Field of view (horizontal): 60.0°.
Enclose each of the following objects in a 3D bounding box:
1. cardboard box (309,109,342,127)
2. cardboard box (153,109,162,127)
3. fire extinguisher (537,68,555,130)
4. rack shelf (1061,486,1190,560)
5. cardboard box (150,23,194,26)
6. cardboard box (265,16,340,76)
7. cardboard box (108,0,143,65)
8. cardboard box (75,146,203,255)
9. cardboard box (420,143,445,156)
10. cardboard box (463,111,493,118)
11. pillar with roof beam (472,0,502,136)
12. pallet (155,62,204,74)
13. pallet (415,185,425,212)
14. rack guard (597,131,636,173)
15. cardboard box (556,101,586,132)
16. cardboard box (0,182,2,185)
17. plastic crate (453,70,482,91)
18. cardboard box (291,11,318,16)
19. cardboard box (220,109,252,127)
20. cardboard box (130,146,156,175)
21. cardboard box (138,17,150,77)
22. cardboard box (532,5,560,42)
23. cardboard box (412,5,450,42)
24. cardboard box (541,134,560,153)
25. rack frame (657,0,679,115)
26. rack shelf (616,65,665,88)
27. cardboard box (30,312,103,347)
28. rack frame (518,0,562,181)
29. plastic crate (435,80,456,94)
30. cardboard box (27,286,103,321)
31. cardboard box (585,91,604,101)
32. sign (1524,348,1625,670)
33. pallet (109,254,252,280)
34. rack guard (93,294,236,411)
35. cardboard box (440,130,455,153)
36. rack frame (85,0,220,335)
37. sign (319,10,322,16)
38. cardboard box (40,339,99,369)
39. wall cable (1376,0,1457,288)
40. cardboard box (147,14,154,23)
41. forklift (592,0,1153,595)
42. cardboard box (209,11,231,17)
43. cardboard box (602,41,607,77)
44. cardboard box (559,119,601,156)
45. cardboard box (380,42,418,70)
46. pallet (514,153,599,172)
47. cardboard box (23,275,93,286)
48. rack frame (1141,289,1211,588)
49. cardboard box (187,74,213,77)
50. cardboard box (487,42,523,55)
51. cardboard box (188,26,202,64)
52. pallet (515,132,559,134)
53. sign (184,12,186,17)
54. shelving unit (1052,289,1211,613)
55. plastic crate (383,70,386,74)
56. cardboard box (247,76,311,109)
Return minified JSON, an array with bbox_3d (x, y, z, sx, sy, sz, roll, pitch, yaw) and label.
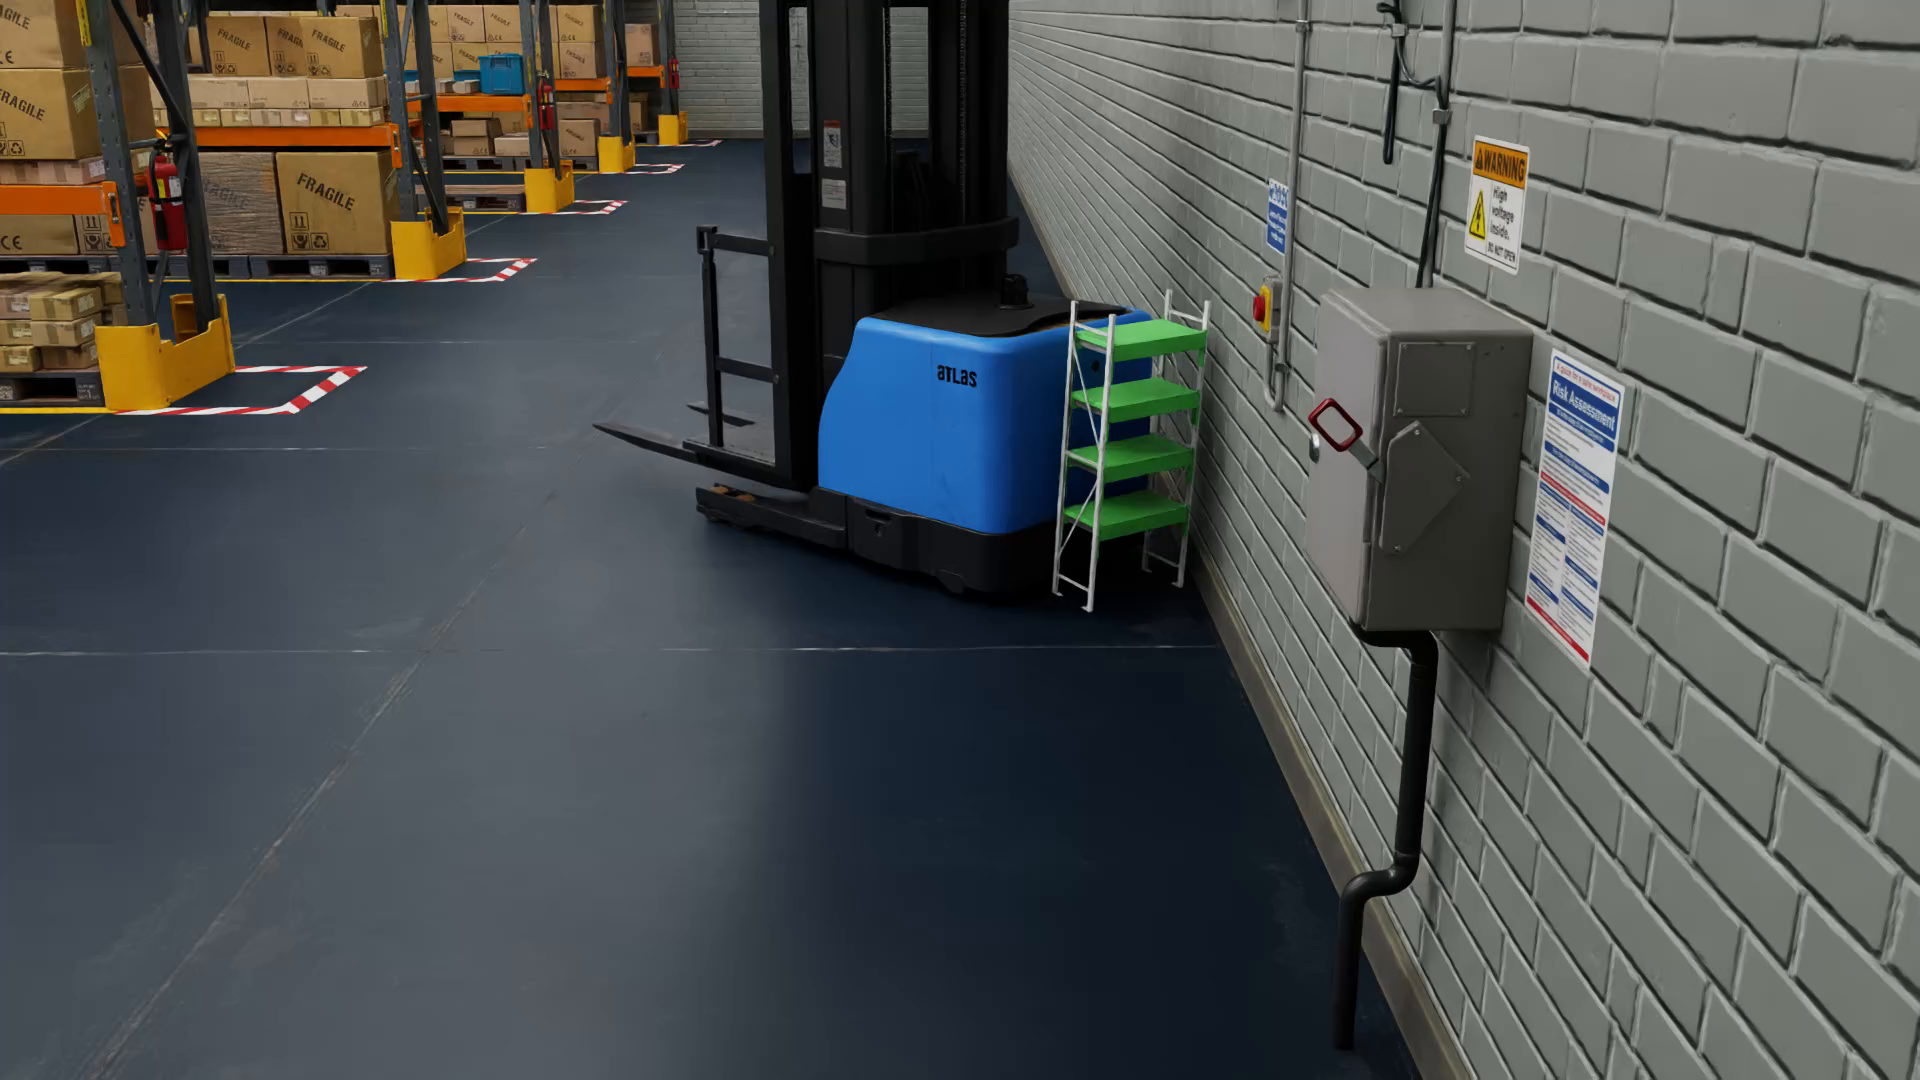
[{"bbox_3d":[-5.439,-3.668,14.407,0.250,0.149,0.380,0,18,0],"label":"cardboard box"},{"bbox_3d":[-6.968,-3.661,14.384,0.250,0.149,0.380,-1,18,-2],"label":"cardboard box"},{"bbox_3d":[-4.748,-5.052,19.047,0.183,0.674,0.296,0,18,-1],"label":"fire extinguisher"},{"bbox_3d":[0.659,-0.072,6.695,0.480,0.148,0.258,-13,26,-34],"label":"rack shelf"},{"bbox_3d":[-13.531,-8.643,28.622,0.500,0.500,0.700,-2,18,-7],"label":"cardboard box"},{"bbox_3d":[-5.812,-4.397,14.798,0.500,0.500,0.500,-1,18,-2],"label":"cardboard box"},{"bbox_3d":[-5.304,-3.121,10.002,0.500,0.500,0.500,0,18,-1],"label":"cardboard box"},{"bbox_3d":[-7.266,-3.044,14.840,0.875,0.875,0.875,0,18,-1],"label":"cardboard box"},{"bbox_3d":[-7.692,-5.701,24.253,0.250,0.166,0.380,0,18,-1],"label":"cardboard box"},{"bbox_3d":[-8.313,-7.393,29.012,0.500,0.500,0.700,0,18,0],"label":"cardboard box"},{"bbox_3d":[-8.308,-10.220,24.600,0.400,9.000,9.100,0,18,-1],"label":"pillar with roof beam"},{"bbox_3d":[-11.035,-6.798,24.067,1.213,0.211,1.003,0,18,-1],"label":"pallet"},{"bbox_3d":[-6.948,-4.079,19.843,1.213,0.211,1.003,0,18,-1],"label":"pallet"},{"bbox_3d":[-5.057,-5.727,24.505,0.348,0.500,1.175,0,18,-1],"label":"rack guard"},{"bbox_3d":[-6.764,-7.401,29.037,0.500,0.500,0.700,-1,18,-3],"label":"cardboard box"},{"bbox_3d":[-5.672,-2.173,9.747,0.250,0.149,0.380,0,18,-1],"label":"cardboard box"},{"bbox_3d":[-5.816,-5.449,19.725,0.300,0.233,0.416,0,18,-1],"label":"plastic crate"},{"bbox_3d":[-11.056,-8.882,28.337,0.500,0.250,0.500,-1,18,-2],"label":"cardboard box"},{"bbox_3d":[-6.200,-3.664,14.396,0.250,0.149,0.380,-1,18,-2],"label":"cardboard box"},{"bbox_3d":[-5.180,-2.355,10.315,0.250,0.149,0.380,0,18,-1],"label":"cardboard box"},{"bbox_3d":[-7.332,-4.228,14.272,0.500,0.500,0.500,-1,18,-3],"label":"cardboard box"},{"bbox_3d":[-5.926,-7.352,23.680,0.500,0.500,0.500,0,18,1],"label":"cardboard box"},{"bbox_3d":[-7.475,-7.343,23.651,0.500,0.500,0.500,-1,18,-2],"label":"cardboard box"},{"bbox_3d":[-6.029,-5.899,24.732,0.500,0.250,0.500,0,18,-1],"label":"cardboard box"},{"bbox_3d":[-5.062,-8.430,28.841,0.127,3.000,1.000,0,18,-1],"label":"rack frame"},{"bbox_3d":[-7.062,-8.078,28.921,4.000,0.370,1.077,0,18,-1],"label":"rack shelf"},{"bbox_3d":[-5.374,-1.271,10.015,0.250,0.149,0.380,-1,18,-2],"label":"cardboard box"},{"bbox_3d":[-4.906,-5.404,19.409,0.127,3.000,1.000,0,18,-1],"label":"rack frame"},{"bbox_3d":[-6.009,-5.251,19.264,0.243,0.136,0.396,0,18,-1],"label":"plastic crate"},{"bbox_3d":[-5.376,-1.422,10.000,0.250,0.149,0.380,0,18,0],"label":"cardboard box"},{"bbox_3d":[-6.396,-7.773,29.134,0.250,0.149,0.380,0,18,0],"label":"cardboard box"},{"bbox_3d":[1.068,-0.062,2.910,0.001,0.494,0.329,0,18,-1],"label":"sign"},{"bbox_3d":[-6.843,-2.531,15.017,1.213,0.211,1.003,0,18,-1],"label":"pallet"},{"bbox_3d":[-4.927,-1.186,10.350,0.348,0.500,1.175,0,18,-1],"label":"rack guard"},{"bbox_3d":[-7.665,-5.920,24.698,0.500,0.311,0.500,0,18,-1],"label":"cardboard box"},{"bbox_3d":[-4.851,-2.376,9.969,0.127,3.000,1.000,0,18,-1],"label":"rack frame"},{"bbox_3d":[-8.968,-7.280,23.359,0.005,0.325,0.100,0,18,-1],"label":"sign"},{"bbox_3d":[-5.374,-1.152,10.134,0.250,0.149,0.380,0,18,0],"label":"cardboard box"},{"bbox_3d":[1.000,-0.950,3.859,0.122,1.984,0.588,0,18,-1],"label":"wall cable"},{"bbox_3d":[-13.727,-8.941,28.486,0.250,0.149,0.380,-3,18,-10],"label":"cardboard box"},{"bbox_3d":[-0.584,-1.540,7.474,3.031,2.935,1.130,16,24,41],"label":"forklift"},{"bbox_3d":[-12.575,-8.871,28.304,0.500,0.250,0.500,0,18,0],"label":"cardboard box"},{"bbox_3d":[-5.428,-7.043,24.354,0.500,0.500,0.500,0,18,0],"label":"cardboard box"},{"bbox_3d":[-5.520,-5.859,24.197,0.500,0.500,0.500,0,18,-1],"label":"cardboard box"},{"bbox_3d":[-7.954,-6.868,23.808,0.500,0.500,0.500,0,18,0],"label":"cardboard box"},{"bbox_3d":[-5.854,-5.585,24.537,1.213,0.211,1.003,0,18,-1],"label":"pallet"},{"bbox_3d":[-5.654,-1.565,10.446,0.250,0.149,0.380,0,18,0],"label":"cardboard box"},{"bbox_3d":[0.869,-0.399,6.723,0.015,1.200,0.240,-13,26,-34],"label":"rack frame"},{"bbox_3d":[-6.856,-4.032,14.889,0.500,0.250,0.500,-1,18,-2],"label":"cardboard box"},{"bbox_3d":[-6.442,-6.875,23.830,0.500,0.500,0.500,0,18,0],"label":"cardboard box"},{"bbox_3d":[-10.746,-7.118,23.900,0.500,0.500,0.700,-5,18,-15],"label":"cardboard box"},{"bbox_3d":[-7.078,-7.070,29.165,1.213,0.211,1.003,0,18,-1],"label":"pallet"},{"bbox_3d":[-13.043,-8.739,28.039,0.005,0.325,0.100,0,18,-1],"label":"sign"},{"bbox_3d":[0.672,-0.355,6.585,0.503,1.200,0.258,-13,26,-34],"label":"shelving unit"},{"bbox_3d":[-6.775,-5.445,19.710,0.300,0.233,0.416,0,18,-1],"label":"plastic crate"},{"bbox_3d":[-5.815,-3.876,14.403,0.500,0.250,0.500,-1,18,-2],"label":"cardboard box"}]
